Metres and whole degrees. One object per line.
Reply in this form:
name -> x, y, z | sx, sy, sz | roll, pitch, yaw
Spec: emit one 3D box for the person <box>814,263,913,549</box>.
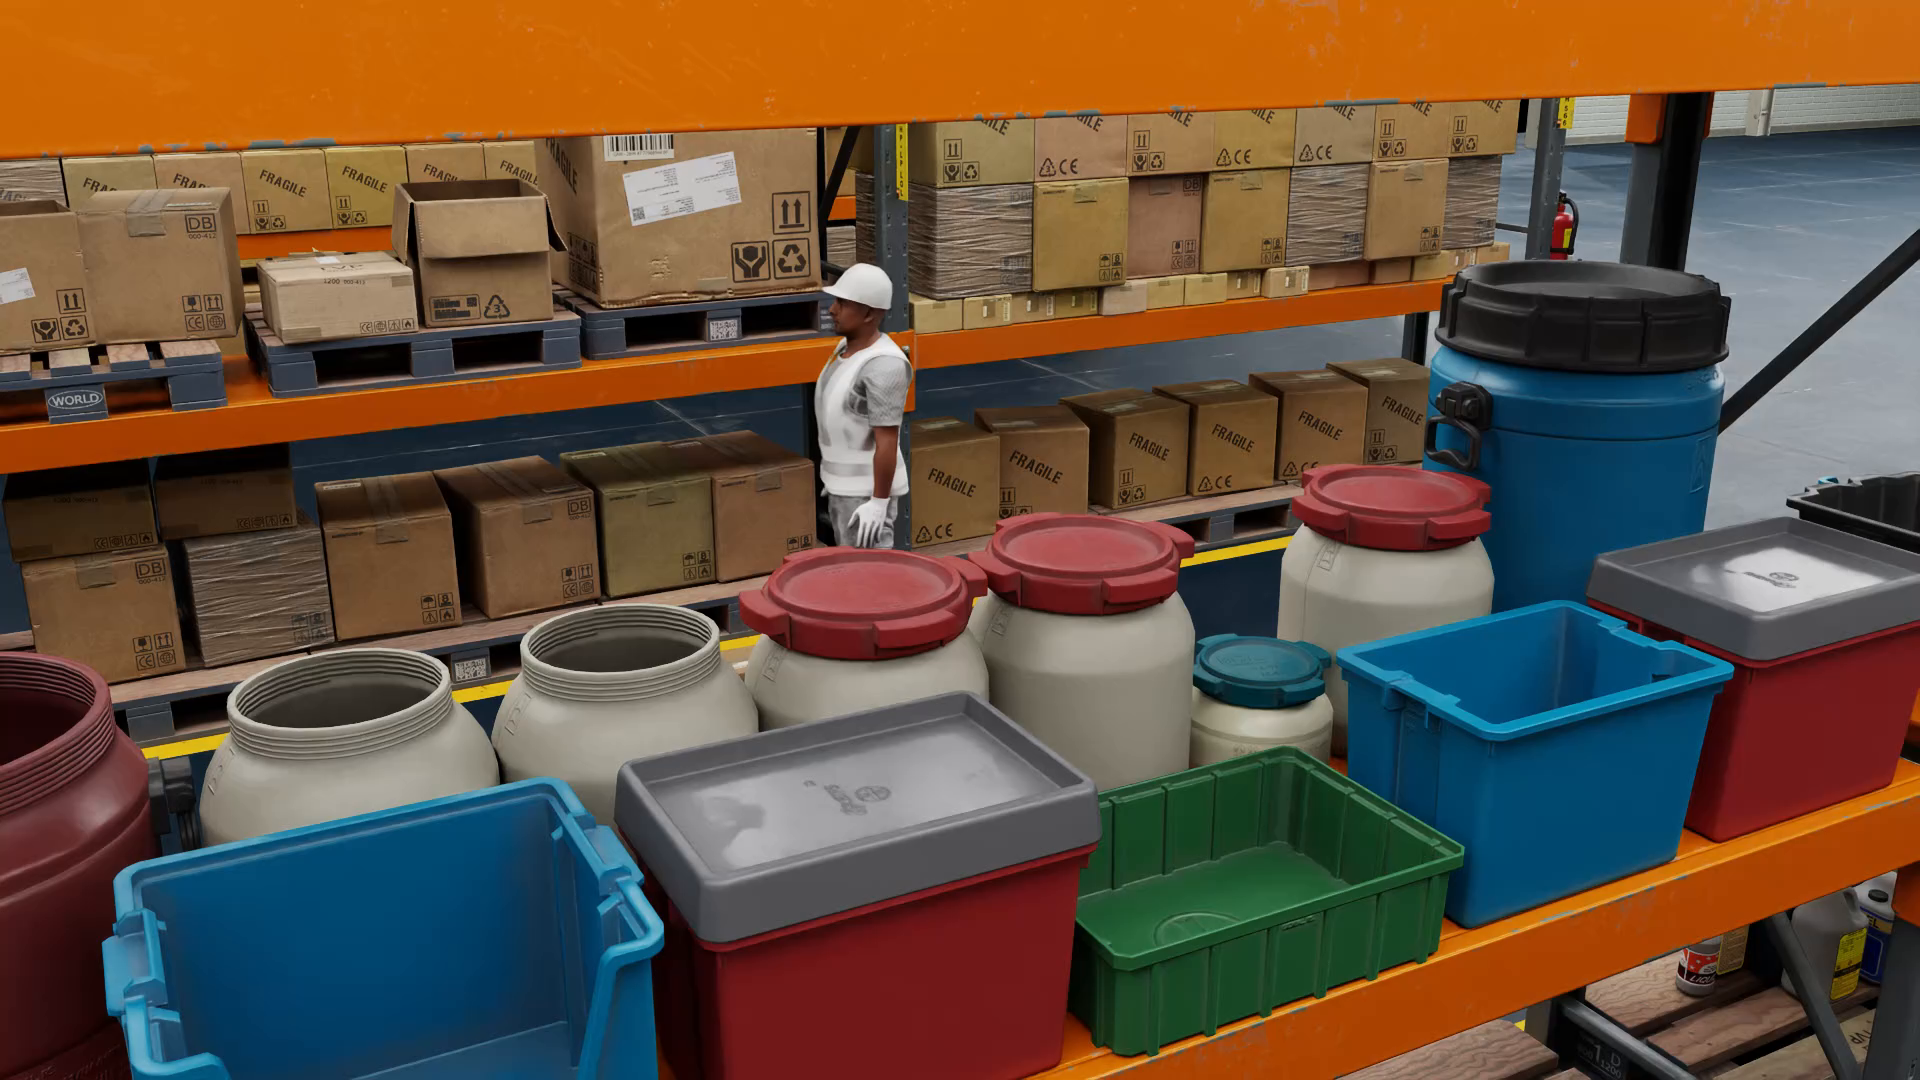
person -> -0.409, -0.196, 6.581 | 0.393, 1.786, 0.630 | -5, 19, -14
